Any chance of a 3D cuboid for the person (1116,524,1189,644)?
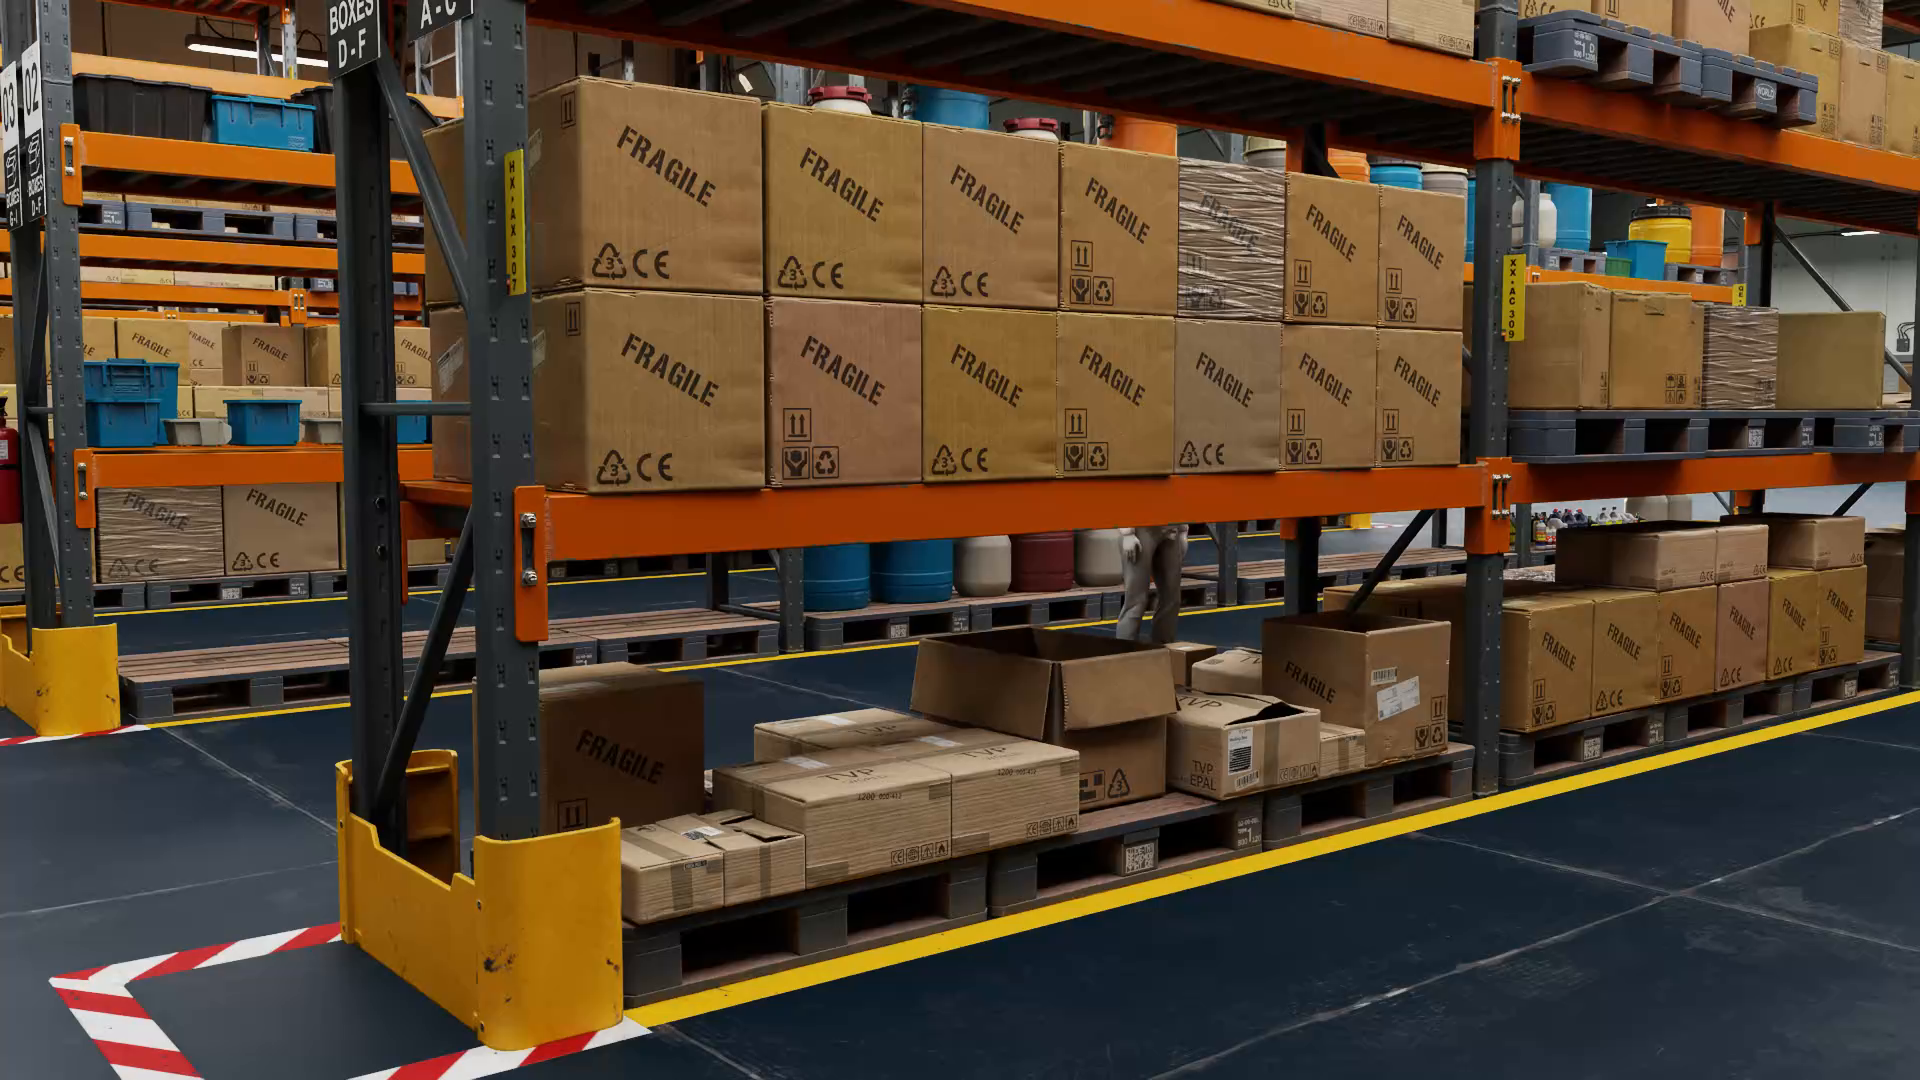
[{"bbox_3d":[1.062,-0.025,9.033,0.546,1.665,0.413,-4,6,-42],"label":"person"}]
